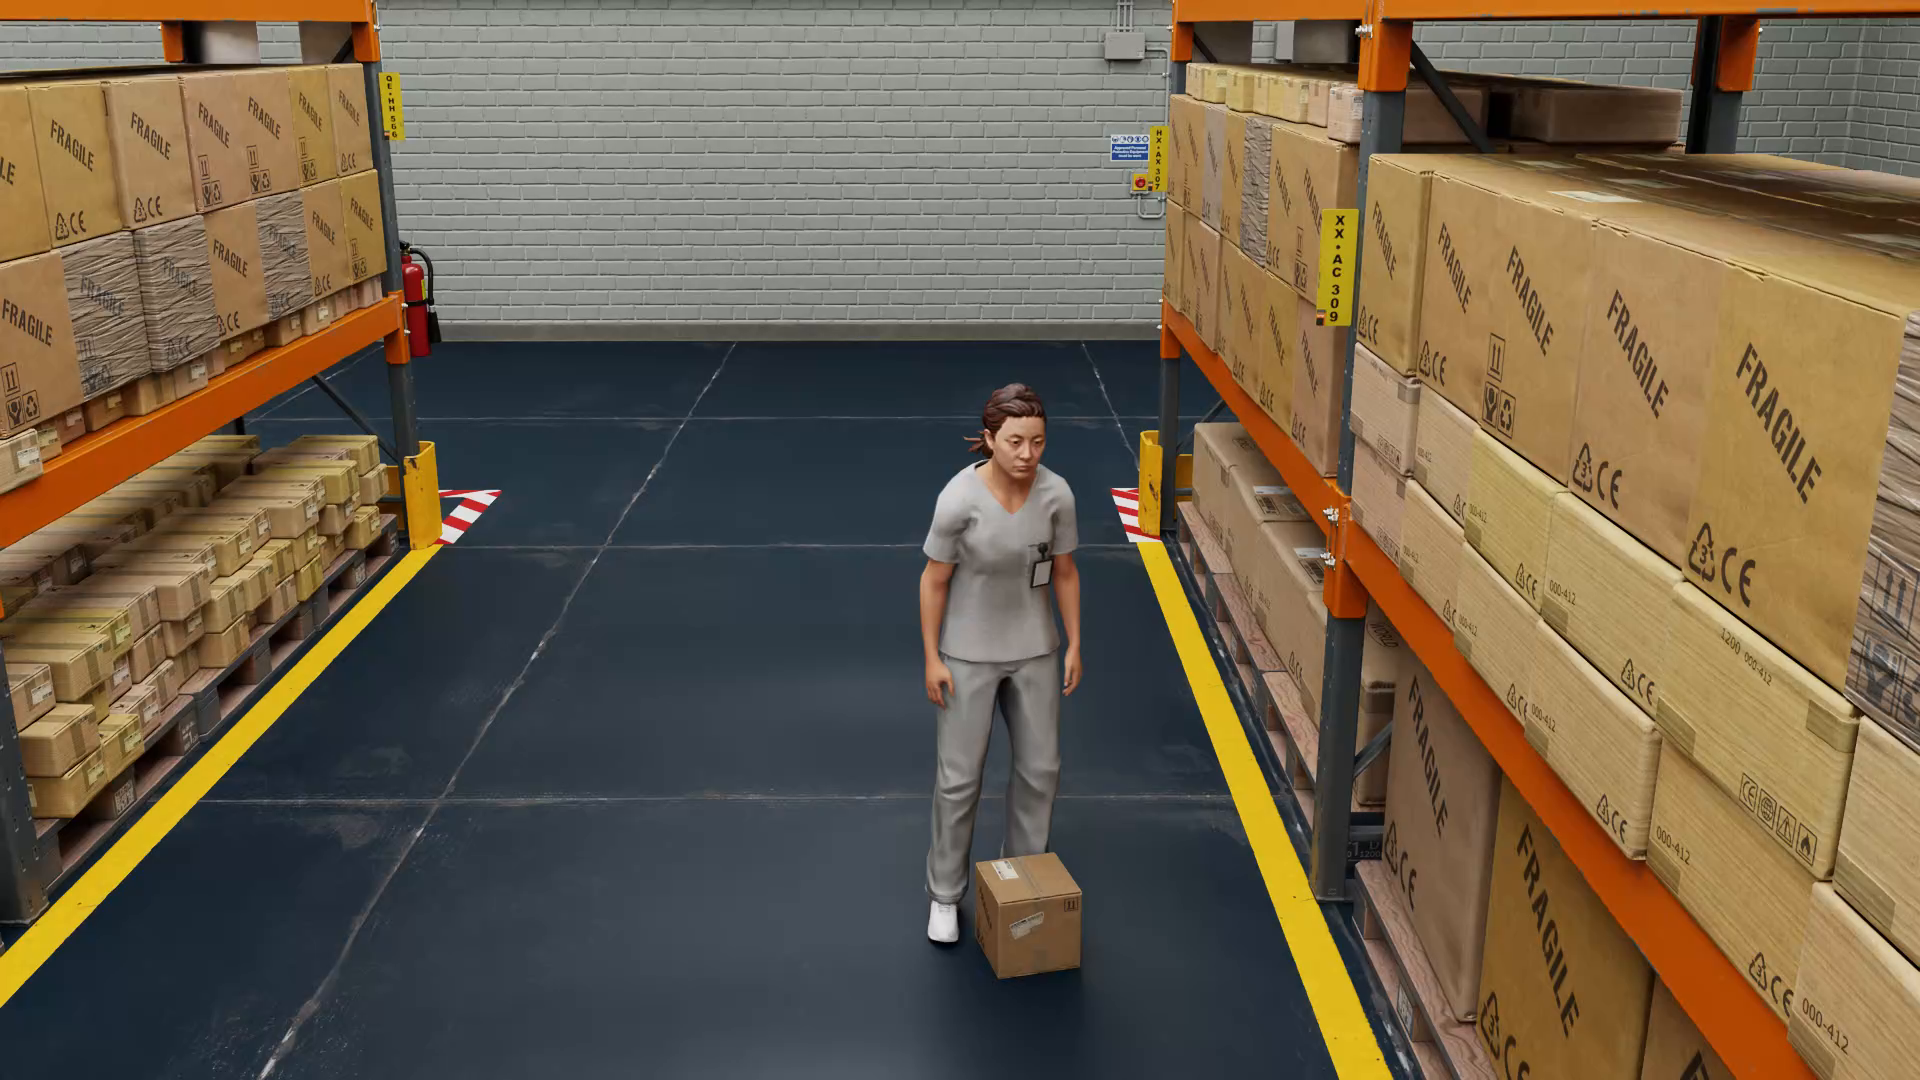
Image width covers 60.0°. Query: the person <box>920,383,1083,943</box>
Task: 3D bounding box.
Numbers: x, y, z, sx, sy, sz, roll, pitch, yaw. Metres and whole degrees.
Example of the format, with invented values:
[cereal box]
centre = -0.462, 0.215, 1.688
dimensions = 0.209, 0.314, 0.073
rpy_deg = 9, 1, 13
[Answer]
[person]
centre = 0.120, 0.354, 4.910
dimensions = 0.504, 1.669, 0.351
rpy_deg = -5, 18, -15
